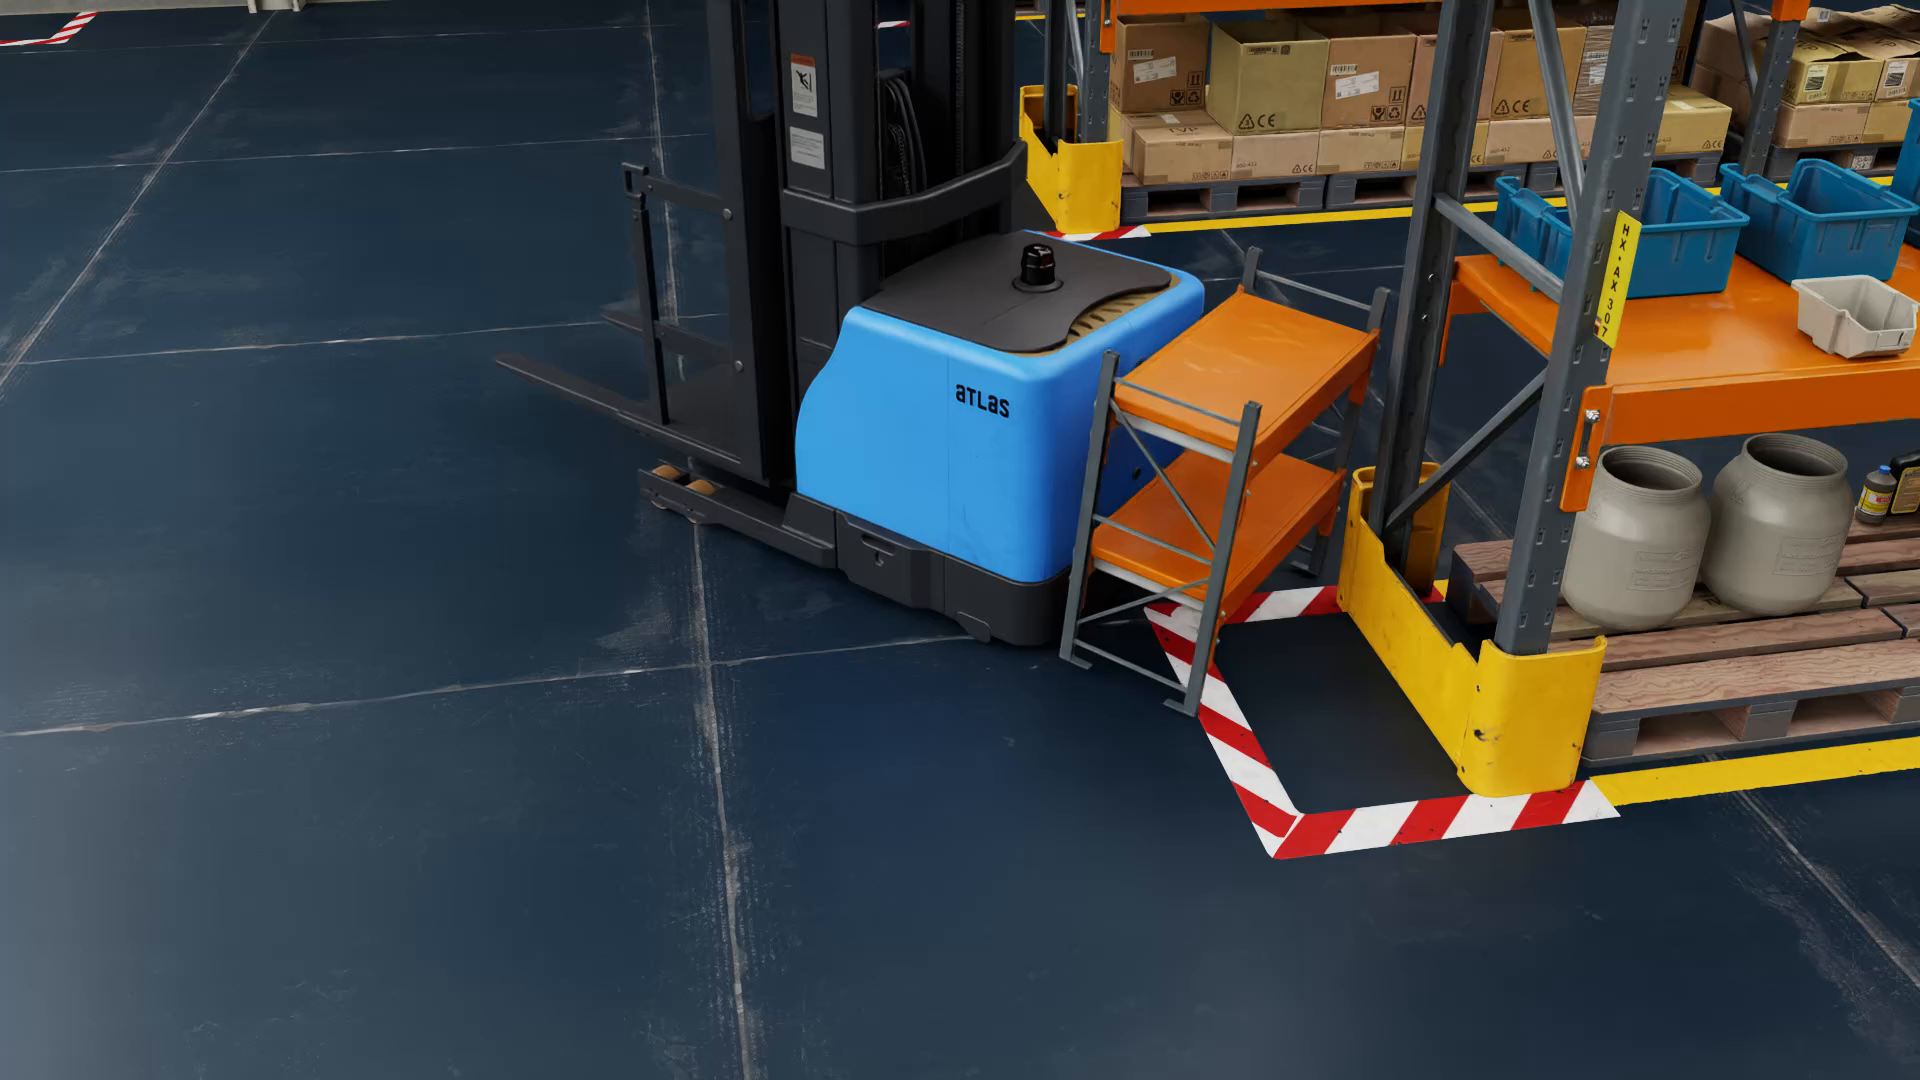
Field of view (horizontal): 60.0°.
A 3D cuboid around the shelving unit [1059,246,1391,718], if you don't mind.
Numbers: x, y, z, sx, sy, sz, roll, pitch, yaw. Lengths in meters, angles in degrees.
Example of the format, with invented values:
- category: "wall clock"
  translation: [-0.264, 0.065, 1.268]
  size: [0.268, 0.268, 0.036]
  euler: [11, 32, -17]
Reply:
- category: "shelving unit"
  translation: [0.866, -0.215, 5.453]
  size: [0.538, 1.125, 1.048]
  euler: [23, 37, 25]

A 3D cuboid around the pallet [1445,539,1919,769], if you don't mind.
- category: "pallet"
  translation: [2.395, 0.303, 5.527]
  size: [1.213, 0.211, 1.003]
  euler: [-5, 31, -9]

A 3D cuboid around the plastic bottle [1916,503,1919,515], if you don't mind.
- category: "plastic bottle"
  translation: [3.509, -0.209, 5.899]
  size: [0.135, 0.276, 0.152]
  euler: [-5, 31, -9]

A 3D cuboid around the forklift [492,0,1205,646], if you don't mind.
- category: "forklift"
  translation: [-0.618, -1.511, 5.929]
  size: [3.031, 2.935, 1.130]
  euler: [22, 37, 32]

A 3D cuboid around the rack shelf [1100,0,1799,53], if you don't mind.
- category: "rack shelf"
  translation: [2.607, -3.140, 9.341]
  size: [4.000, 0.370, 1.077]
  euler: [-5, 31, -9]

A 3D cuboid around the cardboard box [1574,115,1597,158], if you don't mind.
- category: "cardboard box"
  translation: [3.664, -2.436, 9.733]
  size: [0.500, 0.250, 0.500]
  euler: [-5, 31, -9]

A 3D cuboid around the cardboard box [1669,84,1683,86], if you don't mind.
- category: "cardboard box"
  translation: [4.064, -2.737, 10.244]
  size: [0.500, 0.250, 0.500]
  euler: [-5, 31, -9]

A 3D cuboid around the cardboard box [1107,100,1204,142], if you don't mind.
- category: "cardboard box"
  translation: [1.114, -2.460, 9.772]
  size: [0.500, 0.250, 0.500]
  euler: [-5, 31, -9]

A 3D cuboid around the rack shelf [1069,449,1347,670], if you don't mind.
- category: "rack shelf"
  translation: [0.846, -0.012, 5.587]
  size: [0.538, 0.278, 1.000]
  euler: [23, 37, 25]

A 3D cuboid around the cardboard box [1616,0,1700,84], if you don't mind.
- category: "cardboard box"
  translation: [4.062, -3.066, 10.063]
  size: [0.500, 0.500, 0.500]
  euler: [-5, 31, -9]

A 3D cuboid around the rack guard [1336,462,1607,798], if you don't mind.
- category: "rack guard"
  translation: [1.595, 0.250, 5.332]
  size: [0.348, 0.500, 1.175]
  euler: [-5, 31, -9]

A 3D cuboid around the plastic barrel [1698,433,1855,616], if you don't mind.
- category: "plastic barrel"
  translation: [2.655, -0.050, 5.416]
  size: [0.421, 0.512, 0.421]
  euler: [0, 30, 0]

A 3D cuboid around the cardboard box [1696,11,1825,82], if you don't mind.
- category: "cardboard box"
  translation: [4.921, -3.050, 10.223]
  size: [0.500, 0.311, 0.500]
  euler: [-5, 31, -9]

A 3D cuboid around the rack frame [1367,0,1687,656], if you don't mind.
- category: "rack frame"
  translation: [1.528, -0.798, 4.647]
  size: [0.127, 3.000, 1.000]
  euler: [-5, 31, -9]

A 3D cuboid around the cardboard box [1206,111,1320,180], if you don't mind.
- category: "cardboard box"
  translation: [1.699, -2.249, 9.414]
  size: [0.500, 0.250, 0.500]
  euler: [-5, 31, -9]

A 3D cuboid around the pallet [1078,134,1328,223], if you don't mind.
- category: "pallet"
  translation: [1.385, -2.156, 9.709]
  size: [1.213, 0.211, 1.003]
  euler: [-5, 31, -9]

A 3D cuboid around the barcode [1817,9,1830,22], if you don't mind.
- category: "barcode"
  translation: [4.900, -2.974, 9.434]
  size: [0.075, 0.075, 0.001]
  euler: [-5, 31, -9]

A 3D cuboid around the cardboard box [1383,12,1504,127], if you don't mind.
- category: "cardboard box"
  translation: [2.683, -2.660, 9.373]
  size: [0.500, 0.500, 0.500]
  euler: [-5, 31, -9]

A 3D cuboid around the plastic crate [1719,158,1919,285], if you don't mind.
- category: "plastic crate"
  translation: [2.607, -0.985, 5.112]
  size: [0.408, 0.251, 0.499]
  euler: [-5, 31, -9]

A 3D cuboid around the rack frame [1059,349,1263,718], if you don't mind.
- category: "rack frame"
  translation: [0.589, 0.002, 5.085]
  size: [0.500, 1.125, 0.032]
  euler: [23, 37, 25]

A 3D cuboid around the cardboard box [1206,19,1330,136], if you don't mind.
- category: "cardboard box"
  translation: [1.699, -2.571, 9.222]
  size: [0.500, 0.500, 0.500]
  euler: [-5, 31, -9]

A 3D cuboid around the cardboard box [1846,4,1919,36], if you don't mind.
- category: "cardboard box"
  translation: [5.923, -3.145, 10.385]
  size: [0.500, 0.311, 0.500]
  euler: [-5, 31, -9]

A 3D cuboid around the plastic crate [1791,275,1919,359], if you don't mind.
- category: "plastic crate"
  translation: [2.467, -0.605, 4.580]
  size: [0.250, 0.136, 0.298]
  euler: [-5, 31, -9]

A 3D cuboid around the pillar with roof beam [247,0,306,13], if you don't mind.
- category: "pillar with roof beam"
  translation: [-4.850, -6.124, 7.787]
  size: [0.400, 9.000, 9.100]
  euler: [-5, 31, -9]

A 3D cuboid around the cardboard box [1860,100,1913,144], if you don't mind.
- category: "cardboard box"
  translation: [5.519, -2.588, 9.990]
  size: [0.500, 0.250, 0.500]
  euler: [-5, 31, -8]

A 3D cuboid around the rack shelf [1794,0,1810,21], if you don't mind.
- category: "rack shelf"
  translation: [6.542, -3.505, 9.962]
  size: [4.000, 0.370, 1.077]
  euler: [-5, 31, -9]

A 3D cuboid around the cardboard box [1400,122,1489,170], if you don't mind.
- category: "cardboard box"
  translation: [2.683, -2.337, 9.564]
  size: [0.500, 0.250, 0.500]
  euler: [-5, 31, -9]

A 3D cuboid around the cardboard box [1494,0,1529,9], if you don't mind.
- category: "cardboard box"
  translation: [3.078, -2.974, 9.907]
  size: [0.500, 0.500, 0.500]
  euler: [-5, 31, -9]

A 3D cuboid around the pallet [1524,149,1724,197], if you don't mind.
- category: "pallet"
  translation: [3.785, -2.379, 10.088]
  size: [1.213, 0.211, 1.003]
  euler: [-5, 31, -9]

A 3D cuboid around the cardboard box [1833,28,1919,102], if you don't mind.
- category: "cardboard box"
  translation: [5.519, -2.827, 9.843]
  size: [0.500, 0.311, 0.500]
  euler: [-6, 31, -10]

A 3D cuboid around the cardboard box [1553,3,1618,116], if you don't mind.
- category: "cardboard box"
  translation: [3.664, -2.761, 9.544]
  size: [0.500, 0.500, 0.500]
  euler: [-5, 31, -9]

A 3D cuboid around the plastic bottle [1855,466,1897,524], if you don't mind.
- category: "plastic bottle"
  translation: [3.256, -0.167, 5.902]
  size: [0.097, 0.201, 0.097]
  euler: [0, 30, 0]

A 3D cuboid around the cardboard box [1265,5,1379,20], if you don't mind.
- category: "cardboard box"
  translation: [2.095, -2.883, 9.751]
  size: [0.500, 0.500, 0.500]
  euler: [-5, 31, -9]
